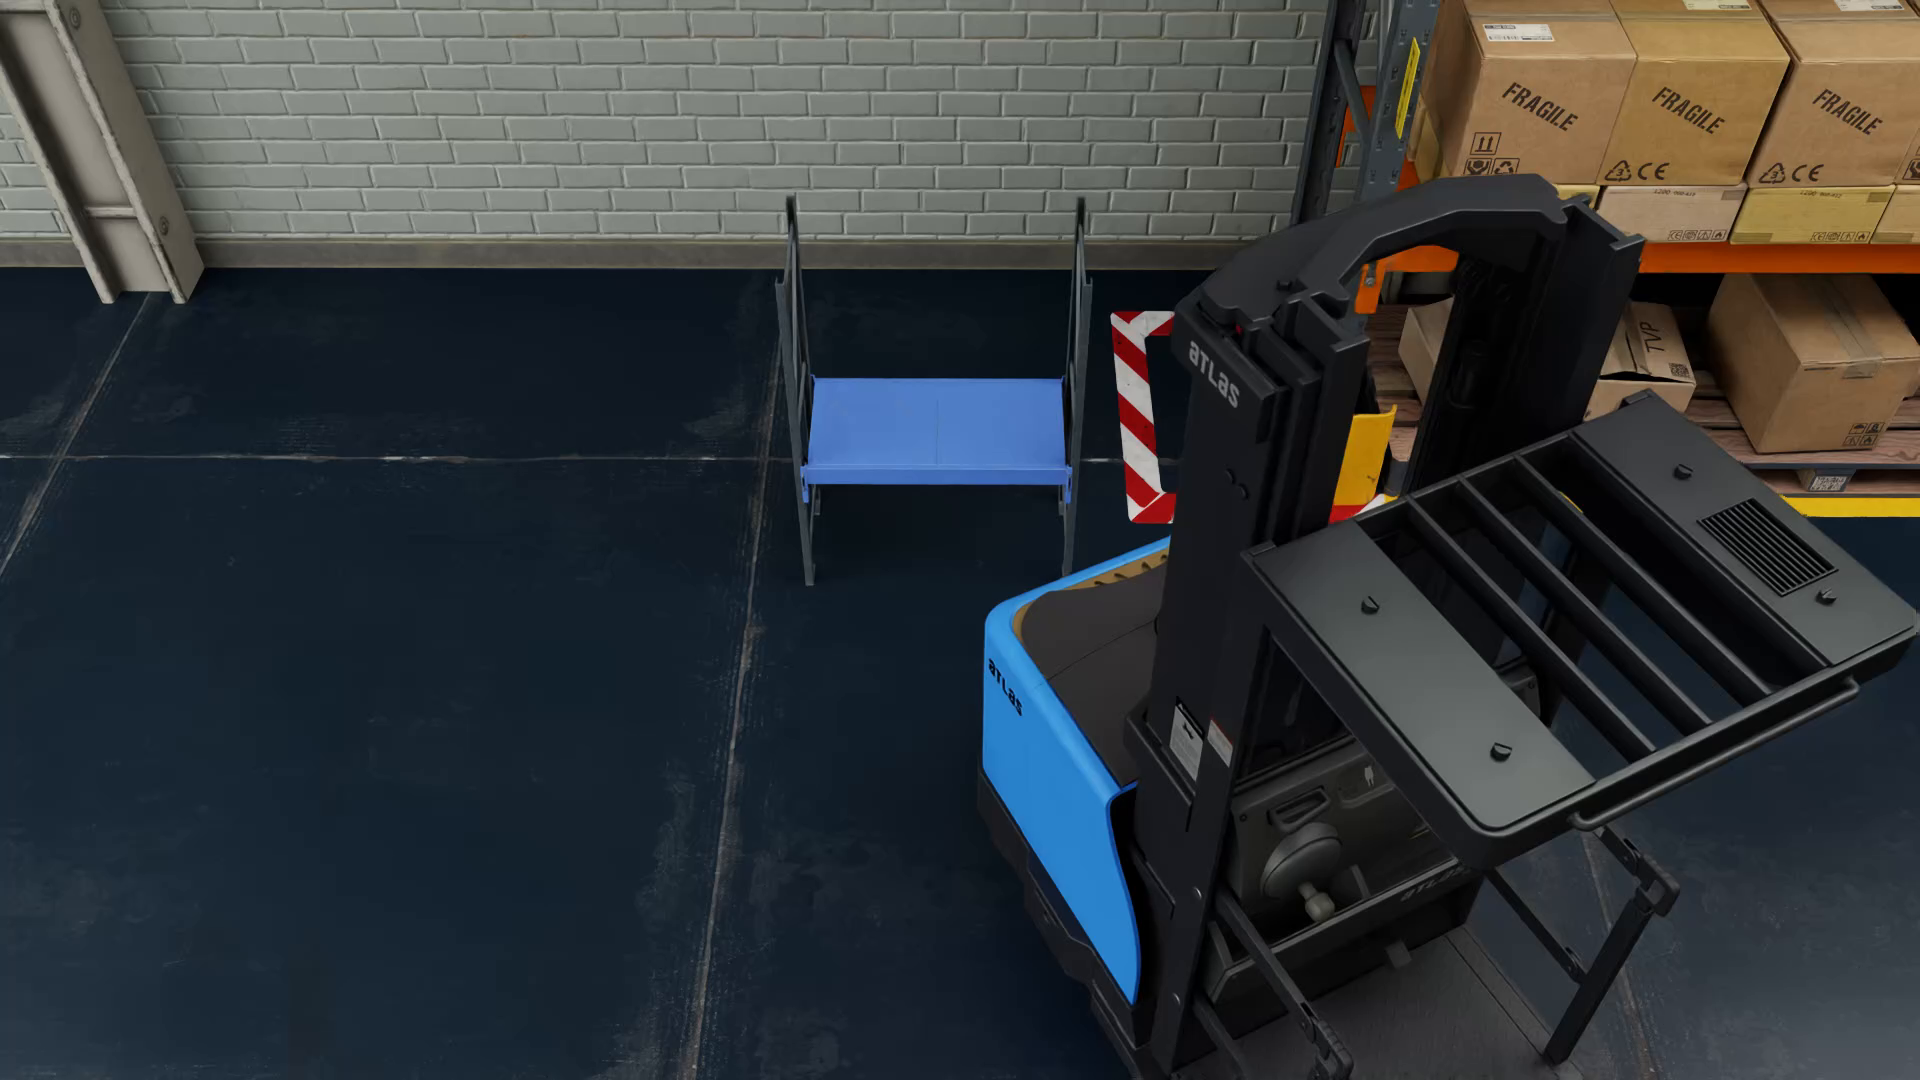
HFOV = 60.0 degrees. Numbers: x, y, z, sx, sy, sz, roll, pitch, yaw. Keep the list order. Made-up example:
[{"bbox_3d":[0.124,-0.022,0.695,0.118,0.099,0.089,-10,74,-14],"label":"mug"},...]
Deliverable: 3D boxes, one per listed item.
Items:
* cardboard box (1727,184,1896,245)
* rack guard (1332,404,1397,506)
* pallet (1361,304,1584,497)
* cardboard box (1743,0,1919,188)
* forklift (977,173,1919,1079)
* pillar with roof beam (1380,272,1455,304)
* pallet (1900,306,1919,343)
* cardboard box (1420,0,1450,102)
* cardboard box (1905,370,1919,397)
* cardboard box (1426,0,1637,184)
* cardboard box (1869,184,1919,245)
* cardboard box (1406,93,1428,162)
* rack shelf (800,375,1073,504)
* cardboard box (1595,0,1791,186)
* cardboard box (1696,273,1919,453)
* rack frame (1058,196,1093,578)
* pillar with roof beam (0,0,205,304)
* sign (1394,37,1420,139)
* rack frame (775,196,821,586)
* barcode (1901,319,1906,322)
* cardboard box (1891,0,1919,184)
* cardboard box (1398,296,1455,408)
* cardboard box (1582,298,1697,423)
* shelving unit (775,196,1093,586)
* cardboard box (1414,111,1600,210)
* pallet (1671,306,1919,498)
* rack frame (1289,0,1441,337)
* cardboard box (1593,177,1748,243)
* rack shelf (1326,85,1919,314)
[{"bbox_3d":[2.994,-1.320,6.018,0.500,0.250,0.500,-1,47,0],"label":"cardboard box"},{"bbox_3d":[1.555,-0.743,7.100,0.348,0.500,1.175,0,47,0],"label":"rack guard"},{"bbox_3d":[2.367,-0.616,7.179,1.213,0.211,1.003,0,47,0],"label":"pallet"},{"bbox_3d":[2.966,-1.570,5.739,0.500,0.500,0.500,-1,47,-1],"label":"cardboard box"},{"bbox_3d":[1.180,0.743,4.056,1.130,2.935,3.031,-21,50,-18],"label":"forklift"},{"bbox_3d":[2.166,-1.119,1.644,0.400,9.000,9.100,0,47,0],"label":"pillar with roof beam"},{"bbox_3d":[4.807,-0.610,7.173,1.213,0.211,1.003,0,47,0],"label":"pallet"},{"bbox_3d":[1.951,-1.960,6.102,0.500,0.500,0.500,0,47,0],"label":"cardboard box"},{"bbox_3d":[3.880,-0.781,7.075,0.250,0.149,0.380,-3,47,-3],"label":"cardboard box"},{"bbox_3d":[1.955,-1.585,5.752,0.500,0.500,0.500,0,47,0],"label":"cardboard box"},{"bbox_3d":[3.500,-1.317,6.015,0.500,0.250,0.500,1,47,1],"label":"cardboard box"},{"bbox_3d":[1.947,-1.691,6.364,0.500,0.250,0.500,1,47,1],"label":"cardboard box"},{"bbox_3d":[-0.085,-0.389,6.333,1.000,0.185,0.538,0,47,0],"label":"rack shelf"},{"bbox_3d":[2.449,-1.576,5.744,0.500,0.500,0.500,0,47,0],"label":"cardboard box"},{"bbox_3d":[3.474,-0.785,6.839,0.500,0.500,0.700,-3,47,-2],"label":"cardboard box"},{"bbox_3d":[0.423,-0.510,6.200,0.032,1.500,0.500,0,47,0],"label":"rack frame"},{"bbox_3d":[-3.834,-1.135,1.659,0.400,9.000,9.100,0,47,0],"label":"pillar with roof beam"},{"bbox_3d":[1.477,-1.493,5.499,0.005,0.325,0.100,0,47,0],"label":"sign"},{"bbox_3d":[-0.594,-0.513,6.203,0.032,1.500,0.500,0,47,0],"label":"rack frame"},{"bbox_3d":[4.009,-0.921,7.129,0.075,0.075,0.001,0,47,0],"label":"barcode"},{"bbox_3d":[3.482,-1.577,5.745,0.500,0.500,0.500,1,47,1],"label":"cardboard box"},{"bbox_3d":[2.170,-0.761,6.945,0.500,0.311,0.500,-5,47,-4],"label":"cardboard box"},{"bbox_3d":[2.741,-0.759,6.944,0.500,0.311,0.500,4,47,3],"label":"cardboard box"},{"bbox_3d":[-0.085,-0.511,6.201,1.048,1.500,0.538,0,47,0],"label":"shelving unit"},{"bbox_3d":[1.966,-1.317,6.015,0.500,0.250,0.500,-1,47,-1],"label":"cardboard box"},{"bbox_3d":[3.584,-0.611,7.174,1.213,0.211,1.003,0,47,0],"label":"pallet"},{"bbox_3d":[1.479,-1.595,6.185,0.127,3.000,1.000,0,47,0],"label":"rack frame"},{"bbox_3d":[2.485,-1.326,6.024,0.500,0.250,0.500,-1,47,-1],"label":"cardboard box"},{"bbox_3d":[3.479,-1.344,6.443,4.000,0.370,1.077,0,47,0],"label":"rack shelf"}]
